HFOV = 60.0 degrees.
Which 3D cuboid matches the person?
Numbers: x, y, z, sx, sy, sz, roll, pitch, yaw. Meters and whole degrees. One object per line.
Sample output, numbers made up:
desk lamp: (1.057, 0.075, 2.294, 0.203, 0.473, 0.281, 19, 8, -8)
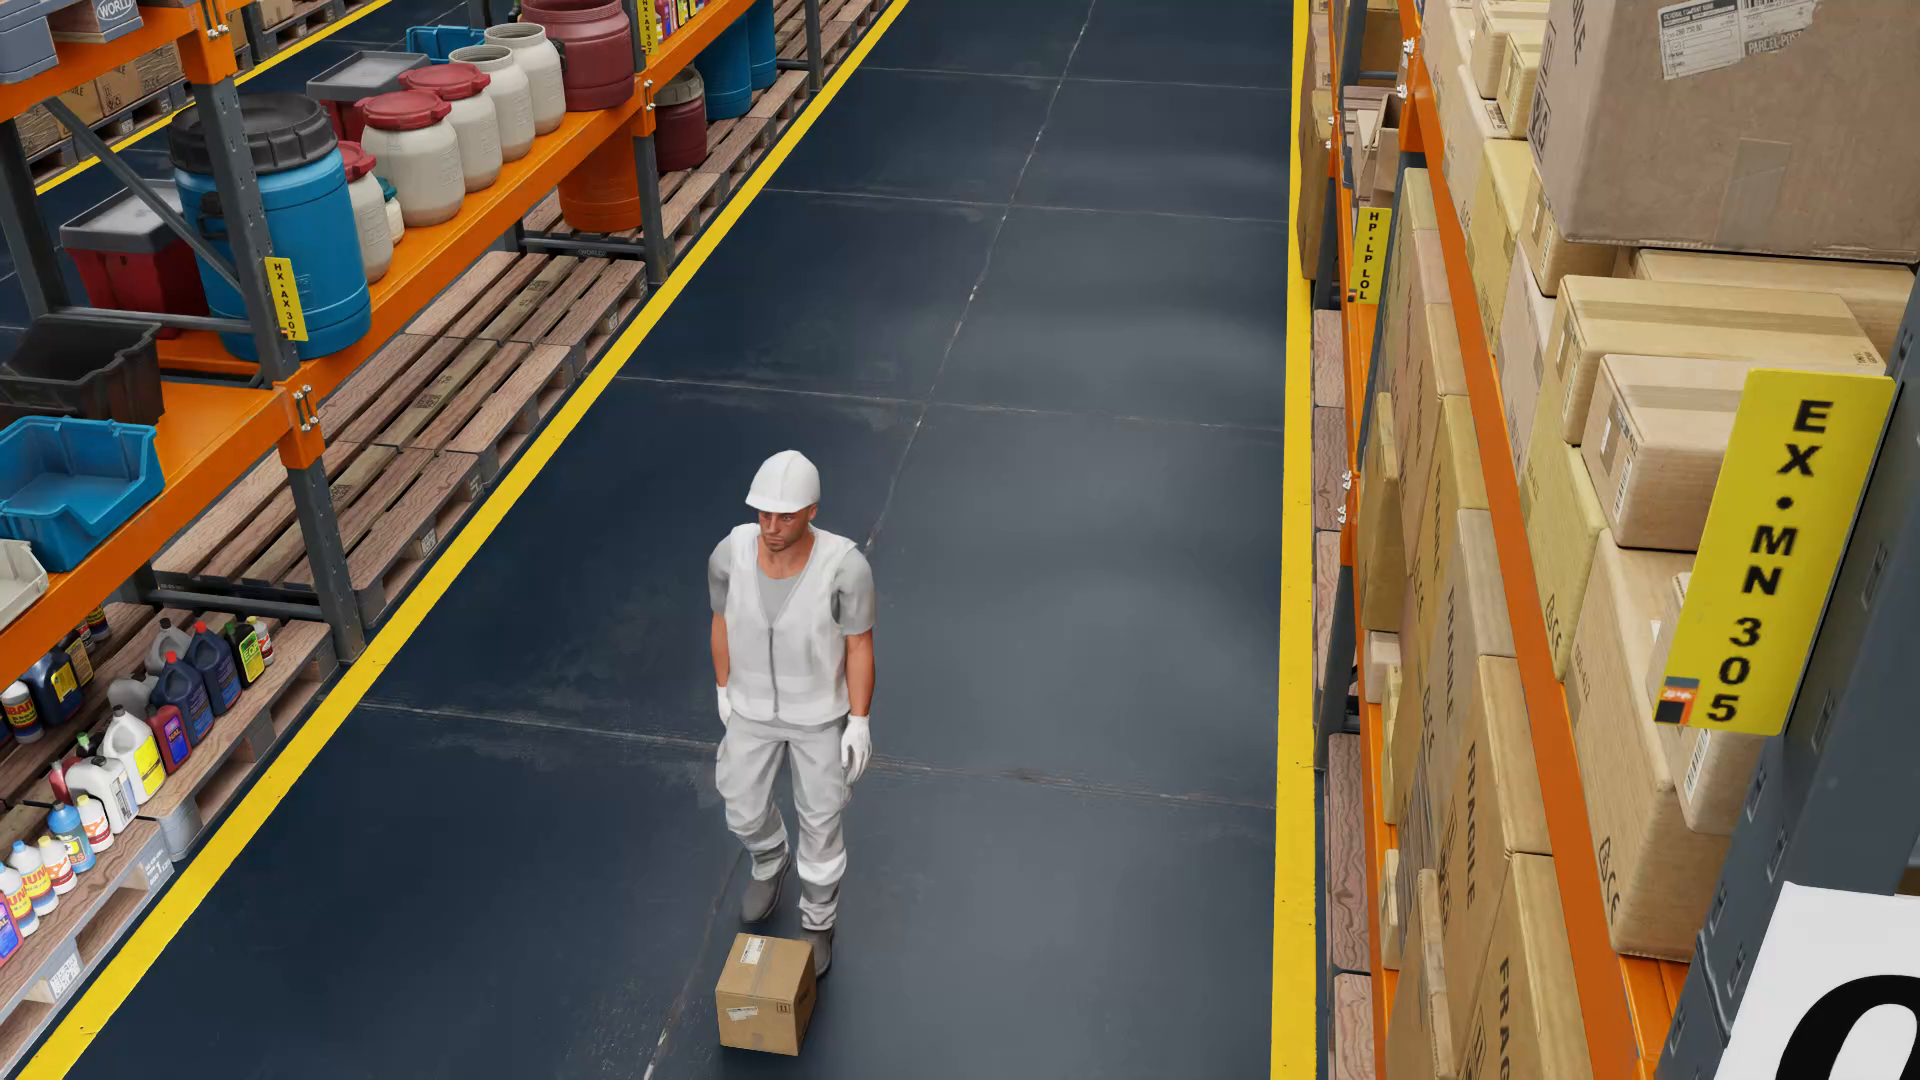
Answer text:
person: (-0.534, 0.575, 5.206, 0.547, 1.822, 0.527, 6, 33, 9)
